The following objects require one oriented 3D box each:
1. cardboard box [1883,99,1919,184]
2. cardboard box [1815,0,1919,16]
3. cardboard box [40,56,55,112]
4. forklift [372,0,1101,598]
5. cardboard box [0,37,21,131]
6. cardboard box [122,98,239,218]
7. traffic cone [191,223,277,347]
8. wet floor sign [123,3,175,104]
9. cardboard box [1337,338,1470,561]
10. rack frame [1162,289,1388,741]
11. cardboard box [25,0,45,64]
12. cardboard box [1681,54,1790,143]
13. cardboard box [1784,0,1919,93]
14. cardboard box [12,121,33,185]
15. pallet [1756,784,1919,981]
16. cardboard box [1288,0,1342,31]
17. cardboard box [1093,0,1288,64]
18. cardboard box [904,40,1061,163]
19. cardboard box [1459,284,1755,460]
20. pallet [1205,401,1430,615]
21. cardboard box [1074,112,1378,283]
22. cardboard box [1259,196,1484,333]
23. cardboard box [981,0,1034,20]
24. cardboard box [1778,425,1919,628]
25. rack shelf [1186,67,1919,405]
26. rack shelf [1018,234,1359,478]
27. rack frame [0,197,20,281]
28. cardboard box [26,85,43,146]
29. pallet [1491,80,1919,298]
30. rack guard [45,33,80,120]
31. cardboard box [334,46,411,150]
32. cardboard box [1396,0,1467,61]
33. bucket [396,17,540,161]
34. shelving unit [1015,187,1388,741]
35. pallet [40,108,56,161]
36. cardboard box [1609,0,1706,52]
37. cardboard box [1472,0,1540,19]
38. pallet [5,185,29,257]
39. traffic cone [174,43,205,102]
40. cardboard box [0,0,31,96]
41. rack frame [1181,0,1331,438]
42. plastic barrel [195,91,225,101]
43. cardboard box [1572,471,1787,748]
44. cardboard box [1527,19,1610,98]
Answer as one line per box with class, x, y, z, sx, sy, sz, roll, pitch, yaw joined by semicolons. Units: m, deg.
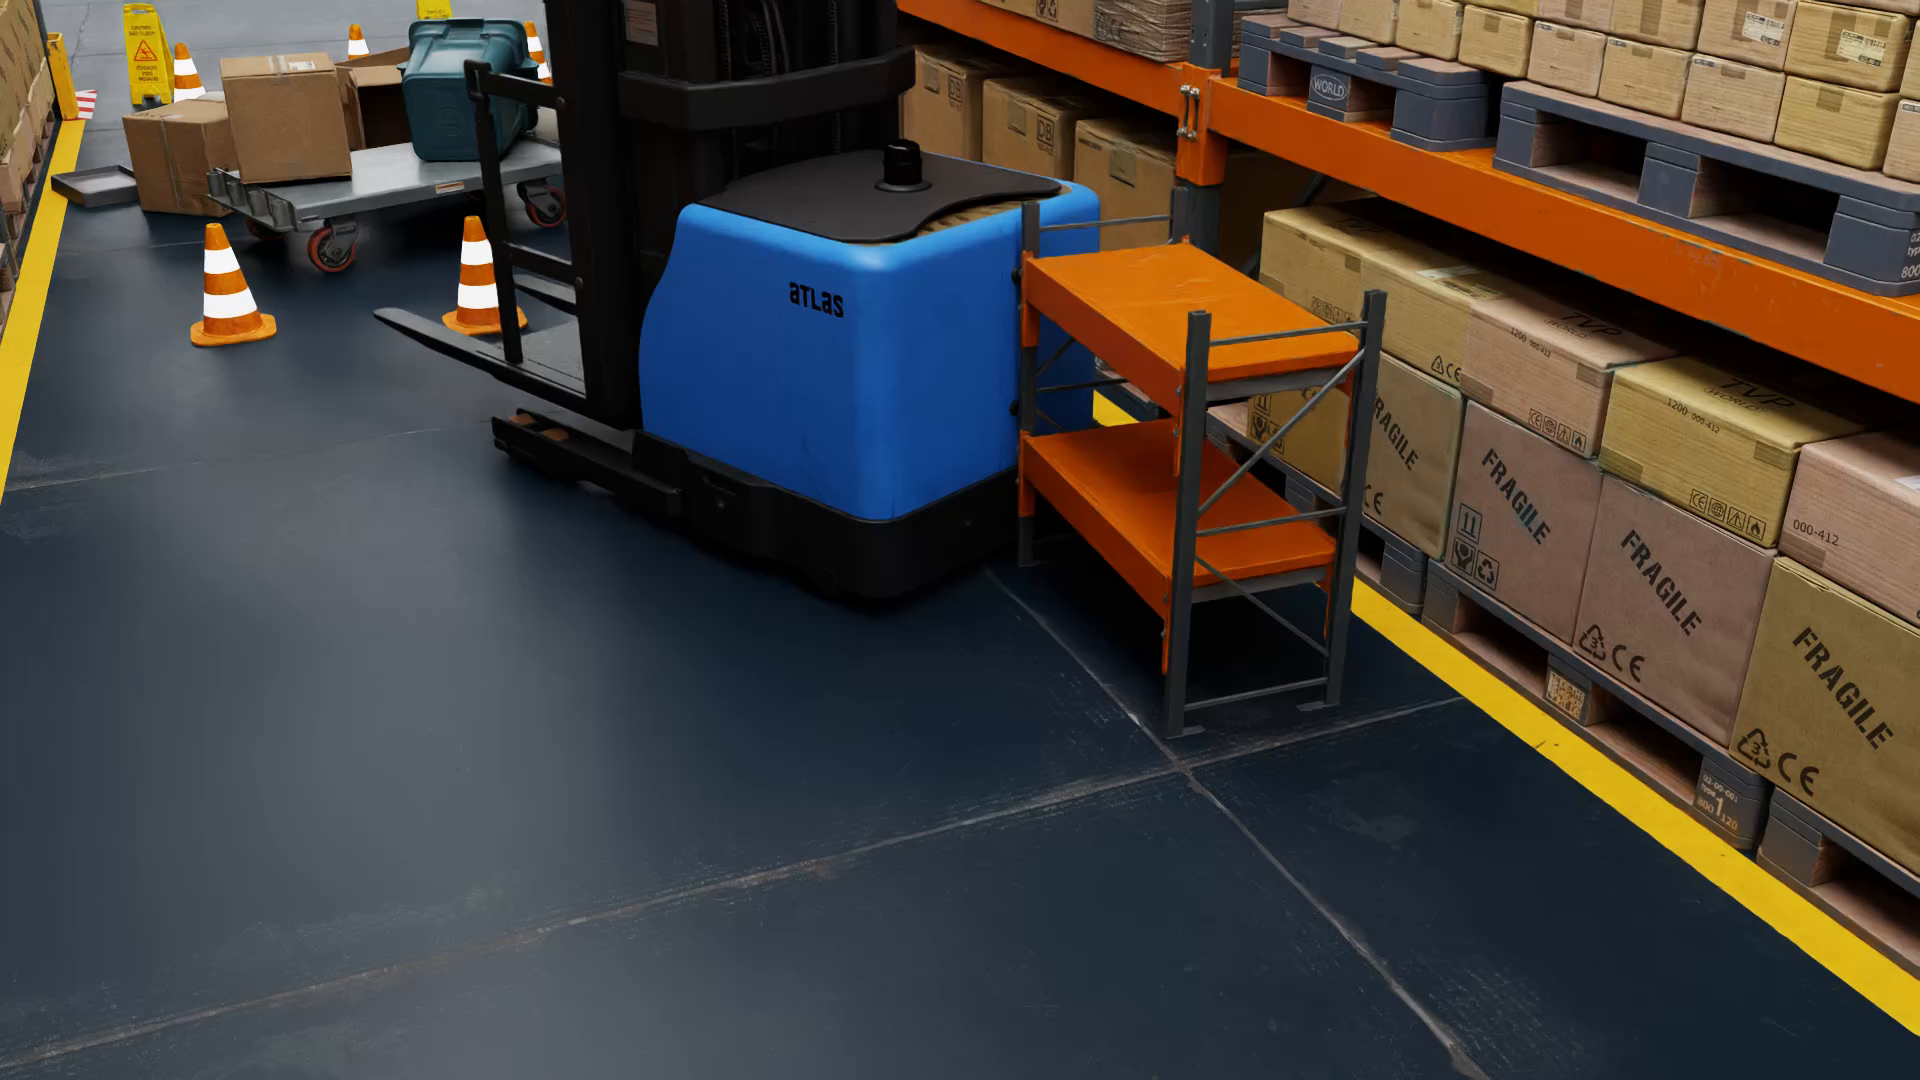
cardboard box;2.043;-0.775;3.227;0.380;0.149;0.250;-12;28;-23
cardboard box;1.944;-1.153;3.322;0.380;0.149;0.250;-12;28;-23
cardboard box;-5.851;-2.772;10.163;0.500;0.250;0.500;-11;28;-21
forklift;-0.991;-1.684;5.358;3.031;2.935;1.130;22;33;37
cardboard box;-5.061;-2.282;8.306;0.500;0.500;0.500;-9;28;-19
cardboard box;-4.025;-2.038;8.851;0.500;0.500;0.500;8;27;15
traffic cone;-3.084;-1.093;6.962;0.336;0.463;0.334;-11;28;-21
wet floor sign;-5.514;-3.311;11.296;0.267;0.644;0.232;-1;26;-3
cardboard box;1.466;-0.304;4.823;0.500;0.500;0.500;-10;28;-20
rack frame;0.754;-0.040;4.050;0.500;1.125;0.032;-9;27;-18
cardboard box;-5.870;-3.120;10.021;0.500;0.500;0.500;-10;28;-20
cardboard box;1.835;-0.990;3.667;0.380;0.149;0.250;-12;28;-22
cardboard box;1.933;-1.023;3.395;0.380;0.149;0.250;-10;28;-20
cardboard box;-5.060;-1.945;8.469;0.500;0.250;0.500;-9;27;-18
pallet;2.484;0.784;3.404;1.003;0.211;1.213;-11;28;-21
cardboard box;1.214;-1.630;4.978;0.380;0.149;0.250;-11;28;-21
cardboard box;0.801;-1.951;5.712;0.500;0.500;0.500;-11;28;-21
cardboard box;0.358;-1.937;7.884;1.050;0.750;0.750;-11;28;-21
cardboard box;1.652;-0.446;4.260;0.500;0.250;0.500;-10;28;-20
pallet;1.529;-0.201;5.421;1.003;0.211;1.213;-11;28;-21
cardboard box;1.068;-1.209;6.393;1.050;0.750;0.750;-11;28;-21
cardboard box;1.271;-0.852;5.093;0.500;0.250;0.500;-12;28;-23
cardboard box;0.411;-2.354;6.538;0.500;0.500;0.500;-11;28;-21
cardboard box;2.077;-0.025;3.397;0.500;0.250;0.500;-9;28;-18
rack shelf;2.007;-0.639;3.960;1.077;0.370;4.000;-11;28;-21
rack shelf;0.583;-0.513;4.352;0.538;0.278;1.000;-9;27;-18
rack frame;-4.858;-2.493;6.938;1.000;3.000;0.127;-11;28;-21
cardboard box;-5.454;-2.360;9.321;0.500;0.250;0.500;-12;28;-22
pallet;2.037;-0.892;3.876;1.003;0.211;1.213;-11;28;-21
rack guard;-6.394;-2.954;10.731;1.175;0.500;0.348;-11;28;-21
cardboard box;-3.407;-2.712;10.232;0.637;0.503;0.797;13;29;24
cardboard box;1.425;-1.413;4.533;0.380;0.149;0.250;-9;27;-18
bucket;-2.517;-2.256;8.449;0.726;0.611;0.620;-1;36;-3
shelving unit;0.583;-0.250;4.480;0.538;1.125;1.048;-9;27;-18
pallet;-6.109;-2.490;10.110;1.003;0.211;1.213;-11;28;-21
cardboard box;1.734;-1.230;3.819;0.380;0.149;0.250;-11;28;-21
cardboard box;1.543;-1.432;4.232;0.380;0.149;0.250;-10;28;-20
pallet;-5.153;-1.505;8.093;1.003;0.211;1.213;-11;28;-21
traffic cone;-5.069;-3.016;10.900;0.336;0.463;0.334;-11;28;-21
cardboard box;-5.472;-2.705;9.171;0.500;0.500;0.500;-11;28;-22
rack frame;1.224;-1.770;5.456;1.000;3.000;0.127;-11;28;-21
plastic barrel;-4.222;-2.377;9.636;0.512;0.421;0.421;8;27;15
cardboard box;1.871;0.109;3.978;0.500;0.500;0.500;-11;28;-22
cardboard box;1.638;-1.197;4.091;0.380;0.149;0.250;-10;28;-19
